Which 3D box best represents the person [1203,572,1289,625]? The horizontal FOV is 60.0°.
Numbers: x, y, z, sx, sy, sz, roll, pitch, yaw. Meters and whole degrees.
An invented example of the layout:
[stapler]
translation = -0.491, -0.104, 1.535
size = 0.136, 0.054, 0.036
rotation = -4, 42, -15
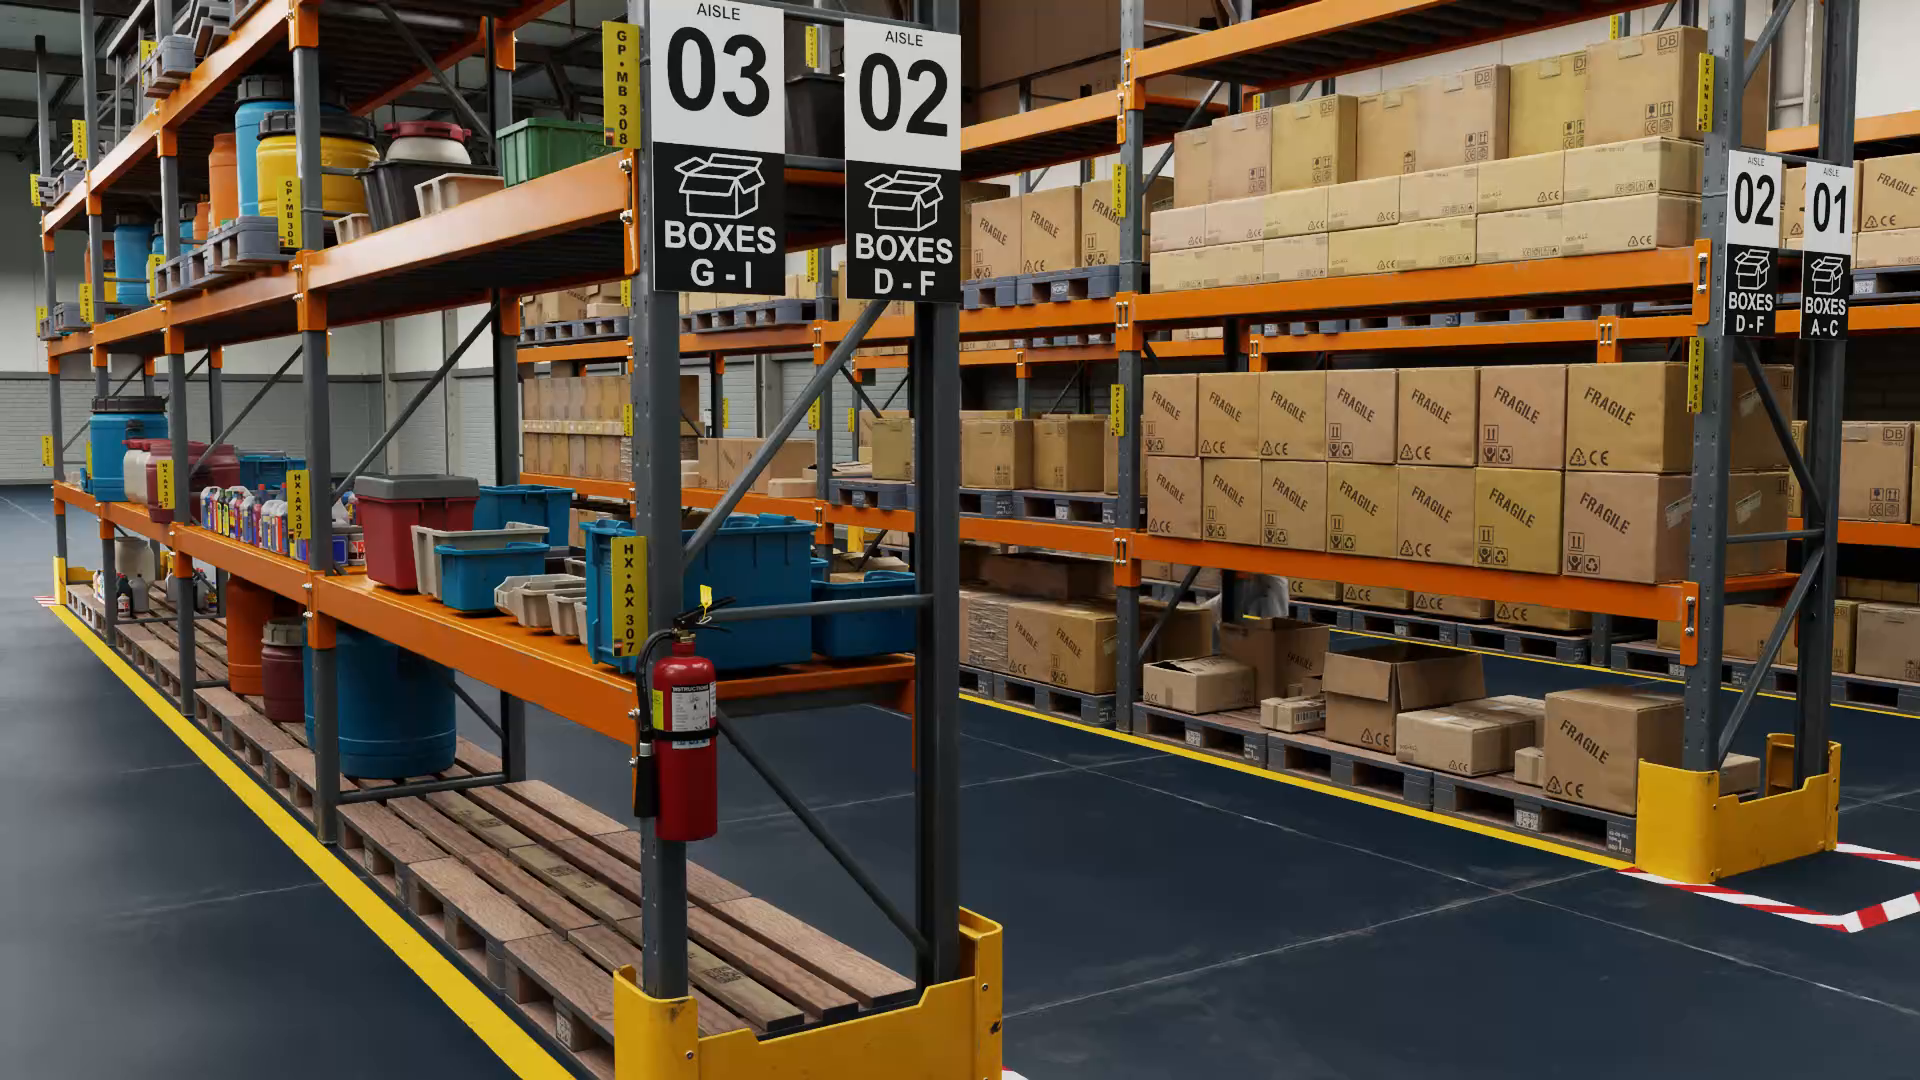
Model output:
[person]
translation = 2.616, 0.035, 14.704
size = 0.977, 1.737, 0.614
rotation = 2, 5, 21
